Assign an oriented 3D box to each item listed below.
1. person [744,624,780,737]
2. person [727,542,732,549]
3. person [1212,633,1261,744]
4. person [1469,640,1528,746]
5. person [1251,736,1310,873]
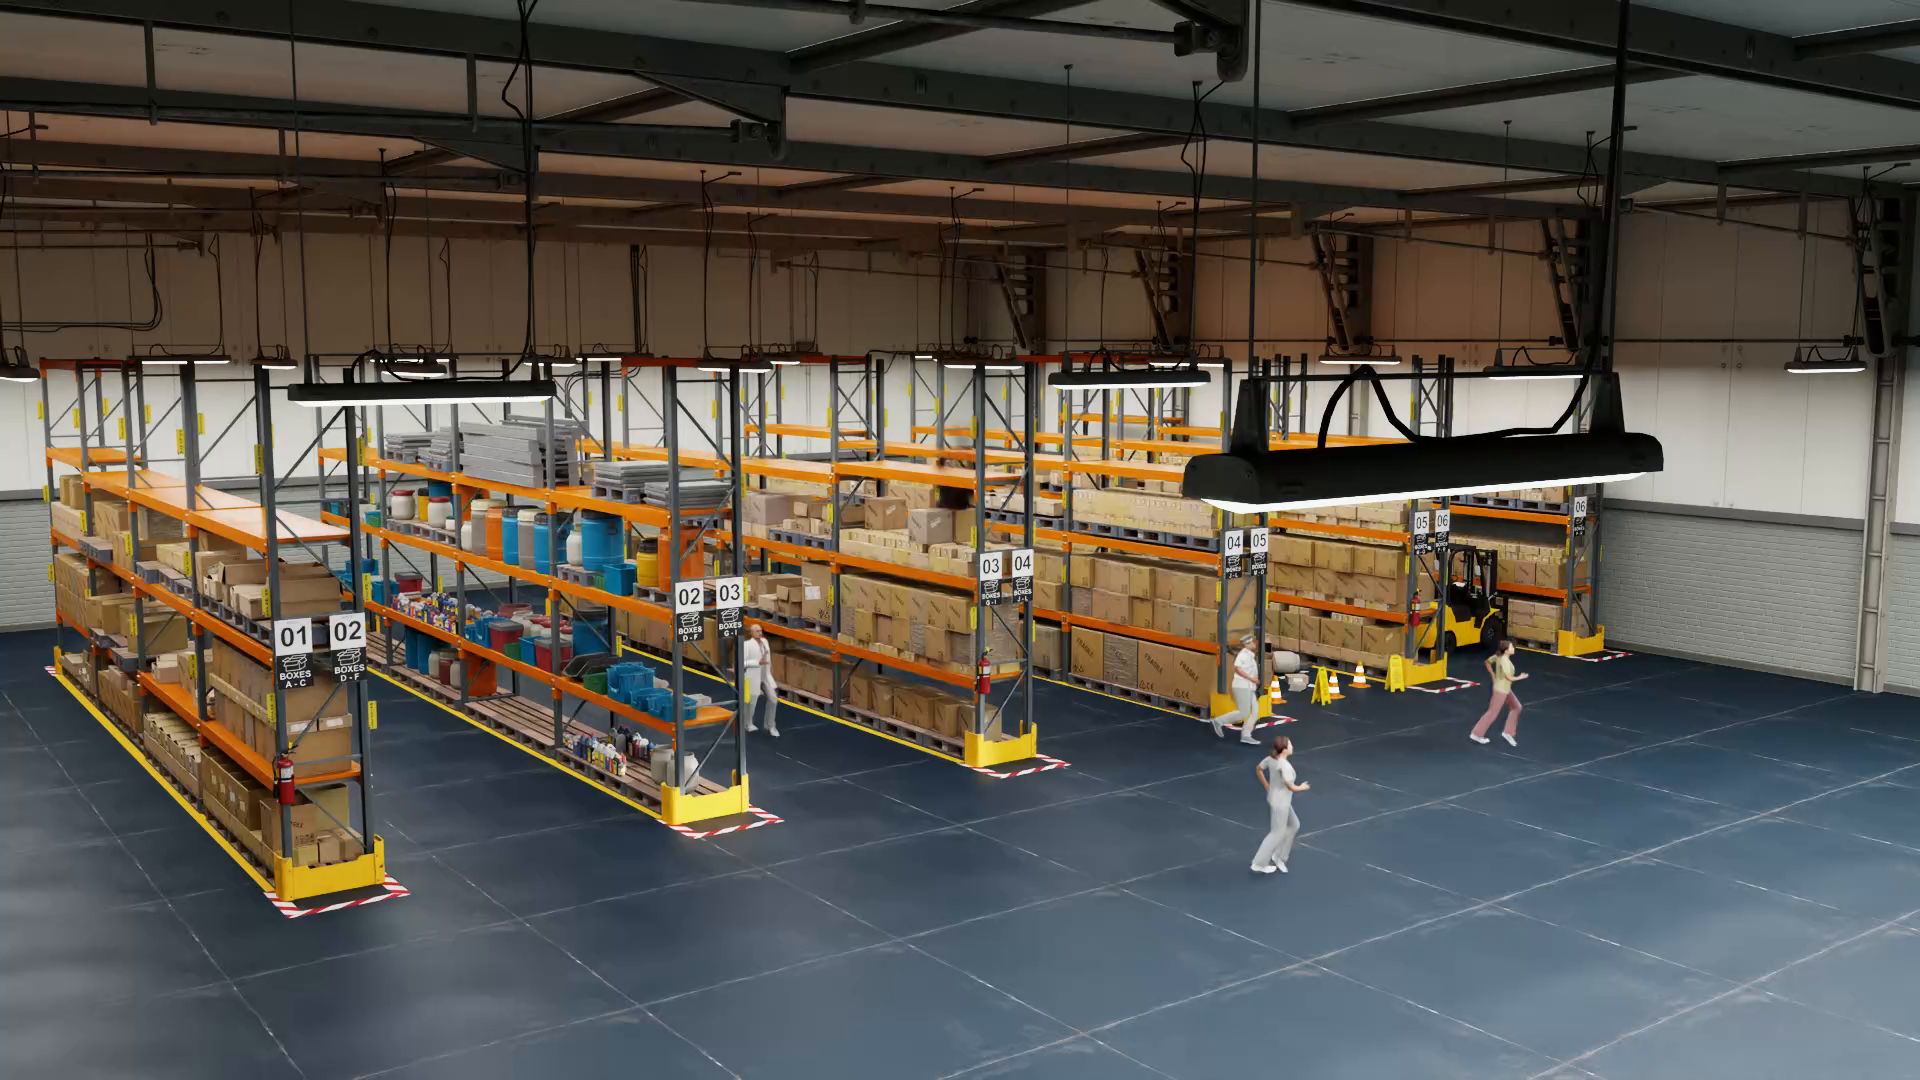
[{"bbox_3d":[-3.231,2.254,26.644,0.710,1.833,0.784,-6,9,-40],"label":"person"},{"bbox_3d":[-5.262,0.885,38.347,0.600,1.737,0.817,-5,8,-34],"label":"person"},{"bbox_3d":[4.444,2.333,26.403,0.784,1.717,0.713,2,7,20],"label":"person"},{"bbox_3d":[8.411,2.394,25.964,0.857,1.697,0.581,1,7,11],"label":"person"},{"bbox_3d":[3.795,3.157,19.720,0.705,1.714,0.576,-1,7,-8],"label":"person"}]
